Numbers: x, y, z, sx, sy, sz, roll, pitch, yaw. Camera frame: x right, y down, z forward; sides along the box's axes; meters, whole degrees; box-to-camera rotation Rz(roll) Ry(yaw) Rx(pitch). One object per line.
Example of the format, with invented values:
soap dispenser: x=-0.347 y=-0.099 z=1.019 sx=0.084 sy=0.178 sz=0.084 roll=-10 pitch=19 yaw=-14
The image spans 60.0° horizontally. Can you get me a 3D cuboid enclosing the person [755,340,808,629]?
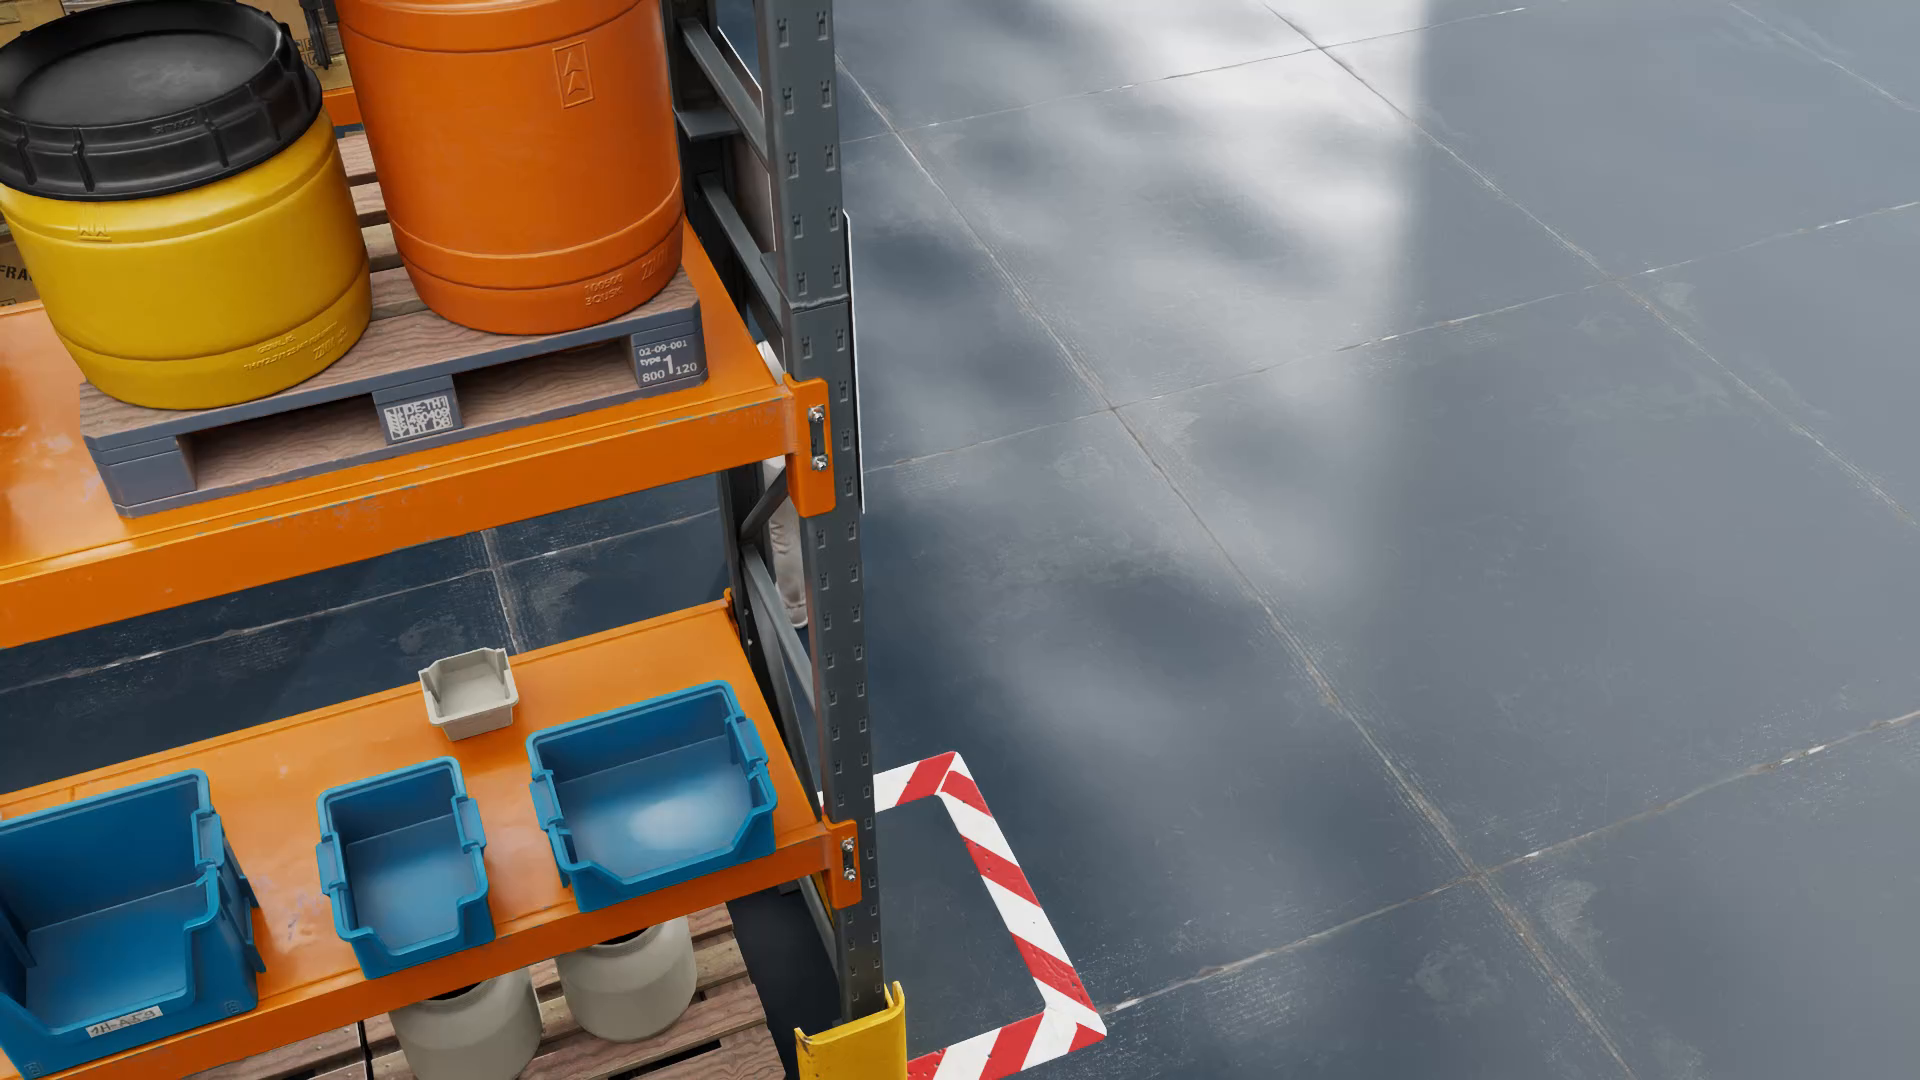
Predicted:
person: x=-0.647 y=-0.335 z=6.540 sx=0.474 sy=1.660 sz=0.327 roll=-15 pitch=44 yaw=-16
